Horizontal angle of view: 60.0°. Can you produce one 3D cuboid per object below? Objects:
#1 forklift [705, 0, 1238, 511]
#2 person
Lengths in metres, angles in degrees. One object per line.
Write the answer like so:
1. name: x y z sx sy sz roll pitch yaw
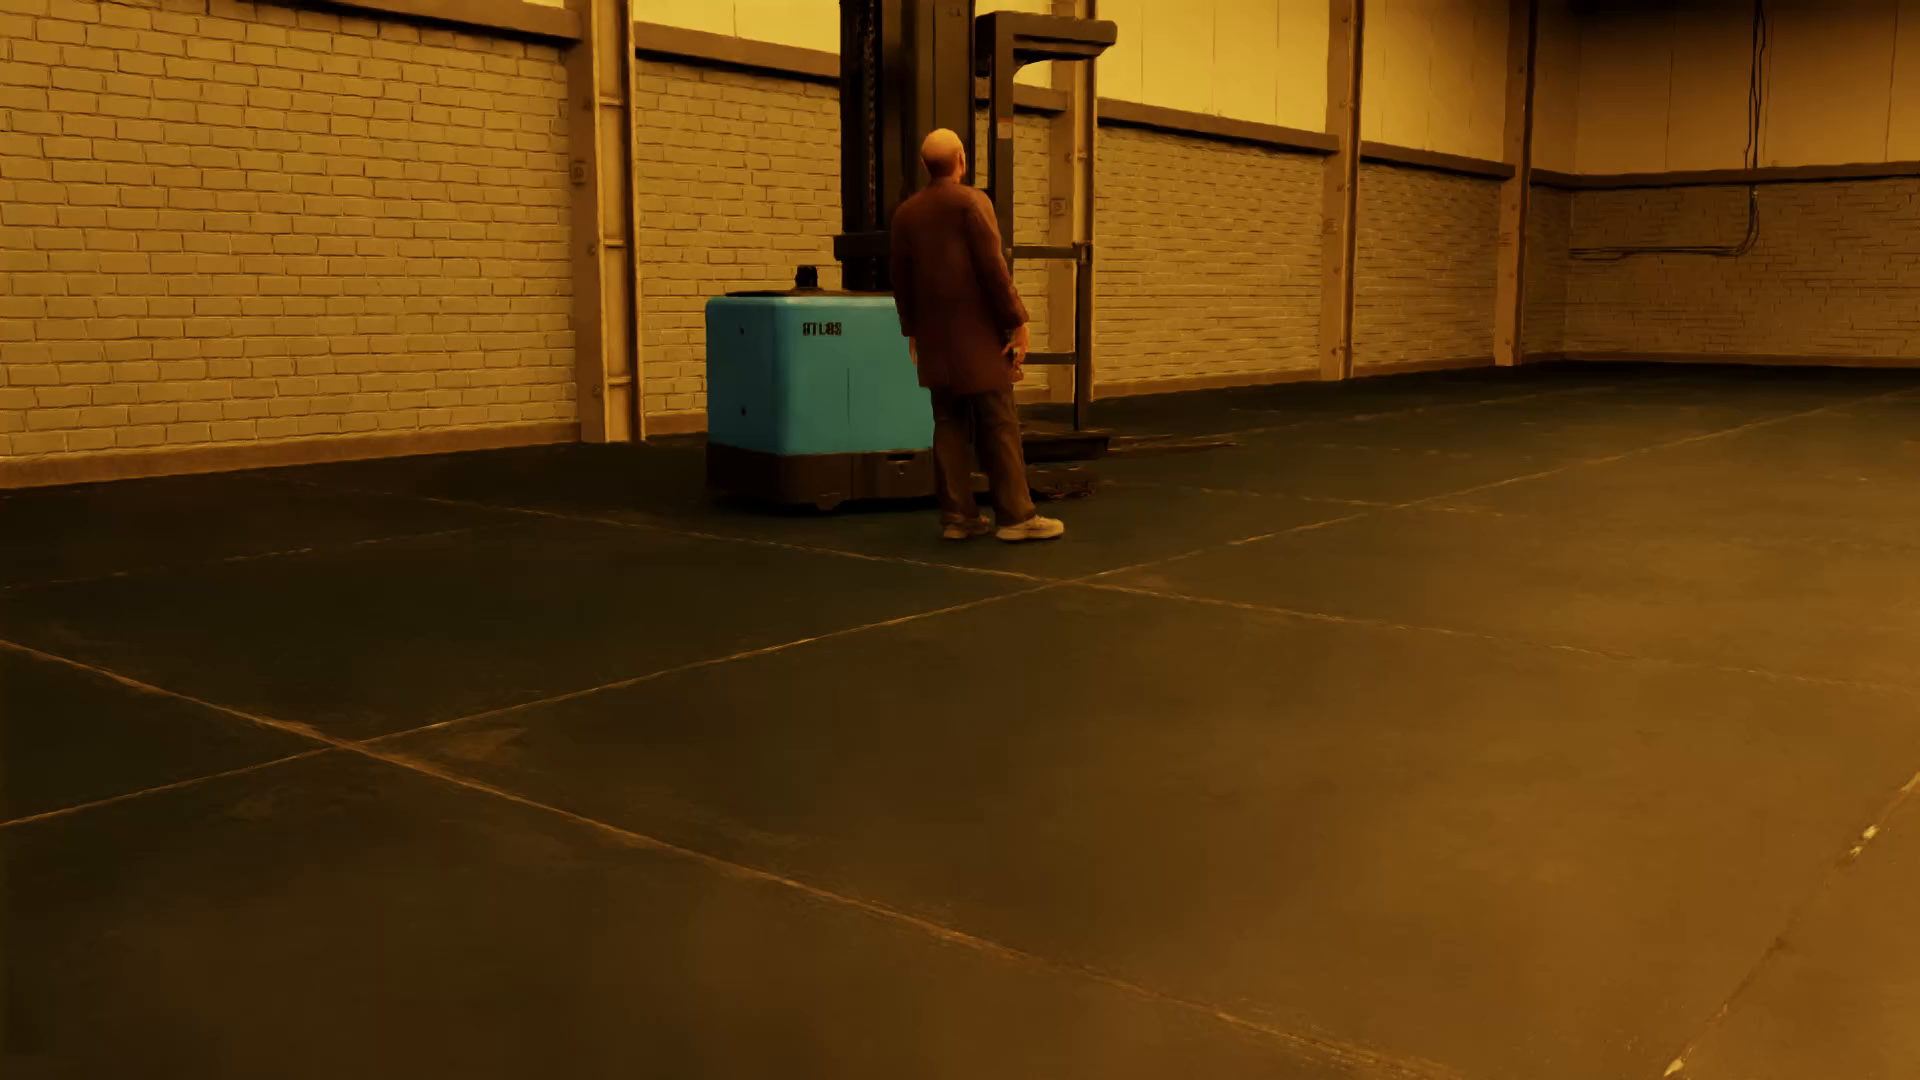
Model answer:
1. forklift: 0.167 -1.728 9.088 3.031 2.935 1.130 -5 10 -31
2. person: 0.061 -0.896 7.343 0.694 1.776 0.580 7 11 38
